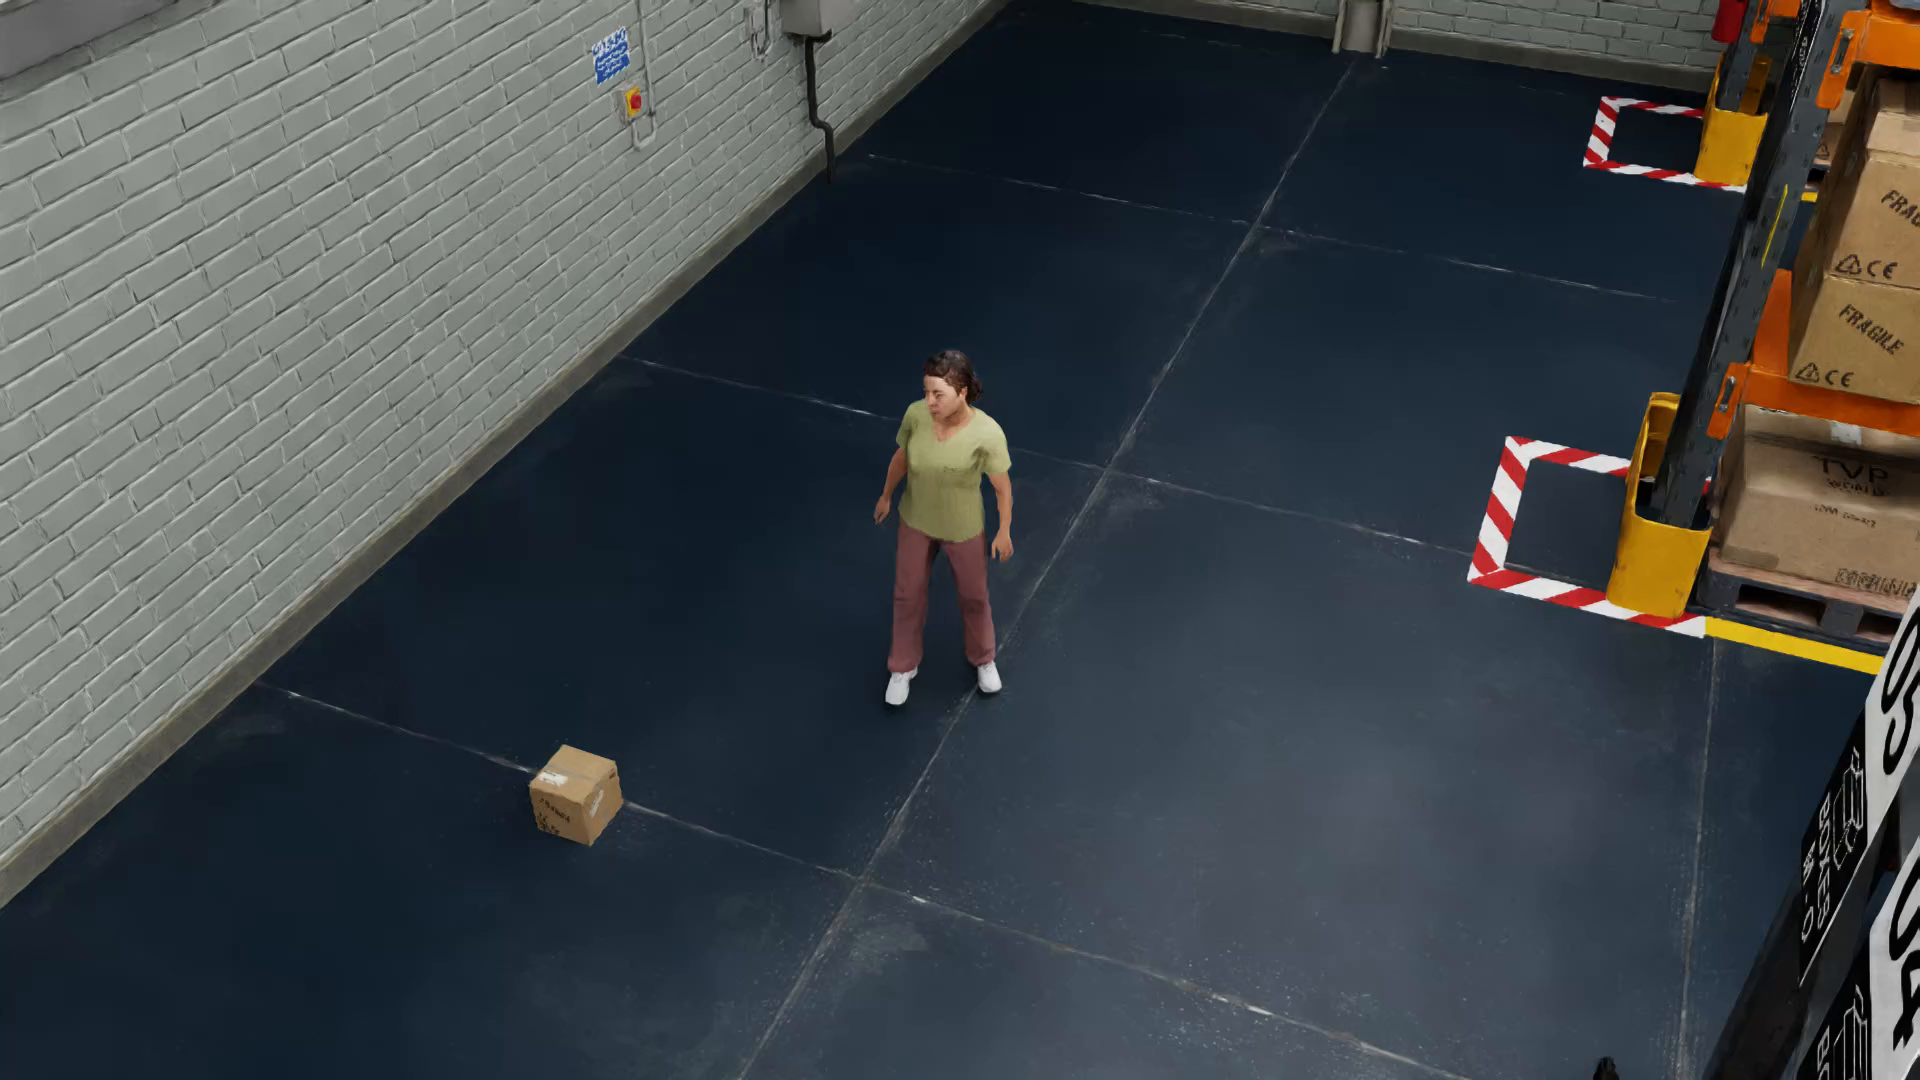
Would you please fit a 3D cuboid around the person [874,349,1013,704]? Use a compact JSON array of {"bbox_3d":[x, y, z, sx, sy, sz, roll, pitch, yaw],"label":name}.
[{"bbox_3d":[-0.097,-0.039,6.828,0.621,1.673,0.517,12,39,15],"label":"person"}]
